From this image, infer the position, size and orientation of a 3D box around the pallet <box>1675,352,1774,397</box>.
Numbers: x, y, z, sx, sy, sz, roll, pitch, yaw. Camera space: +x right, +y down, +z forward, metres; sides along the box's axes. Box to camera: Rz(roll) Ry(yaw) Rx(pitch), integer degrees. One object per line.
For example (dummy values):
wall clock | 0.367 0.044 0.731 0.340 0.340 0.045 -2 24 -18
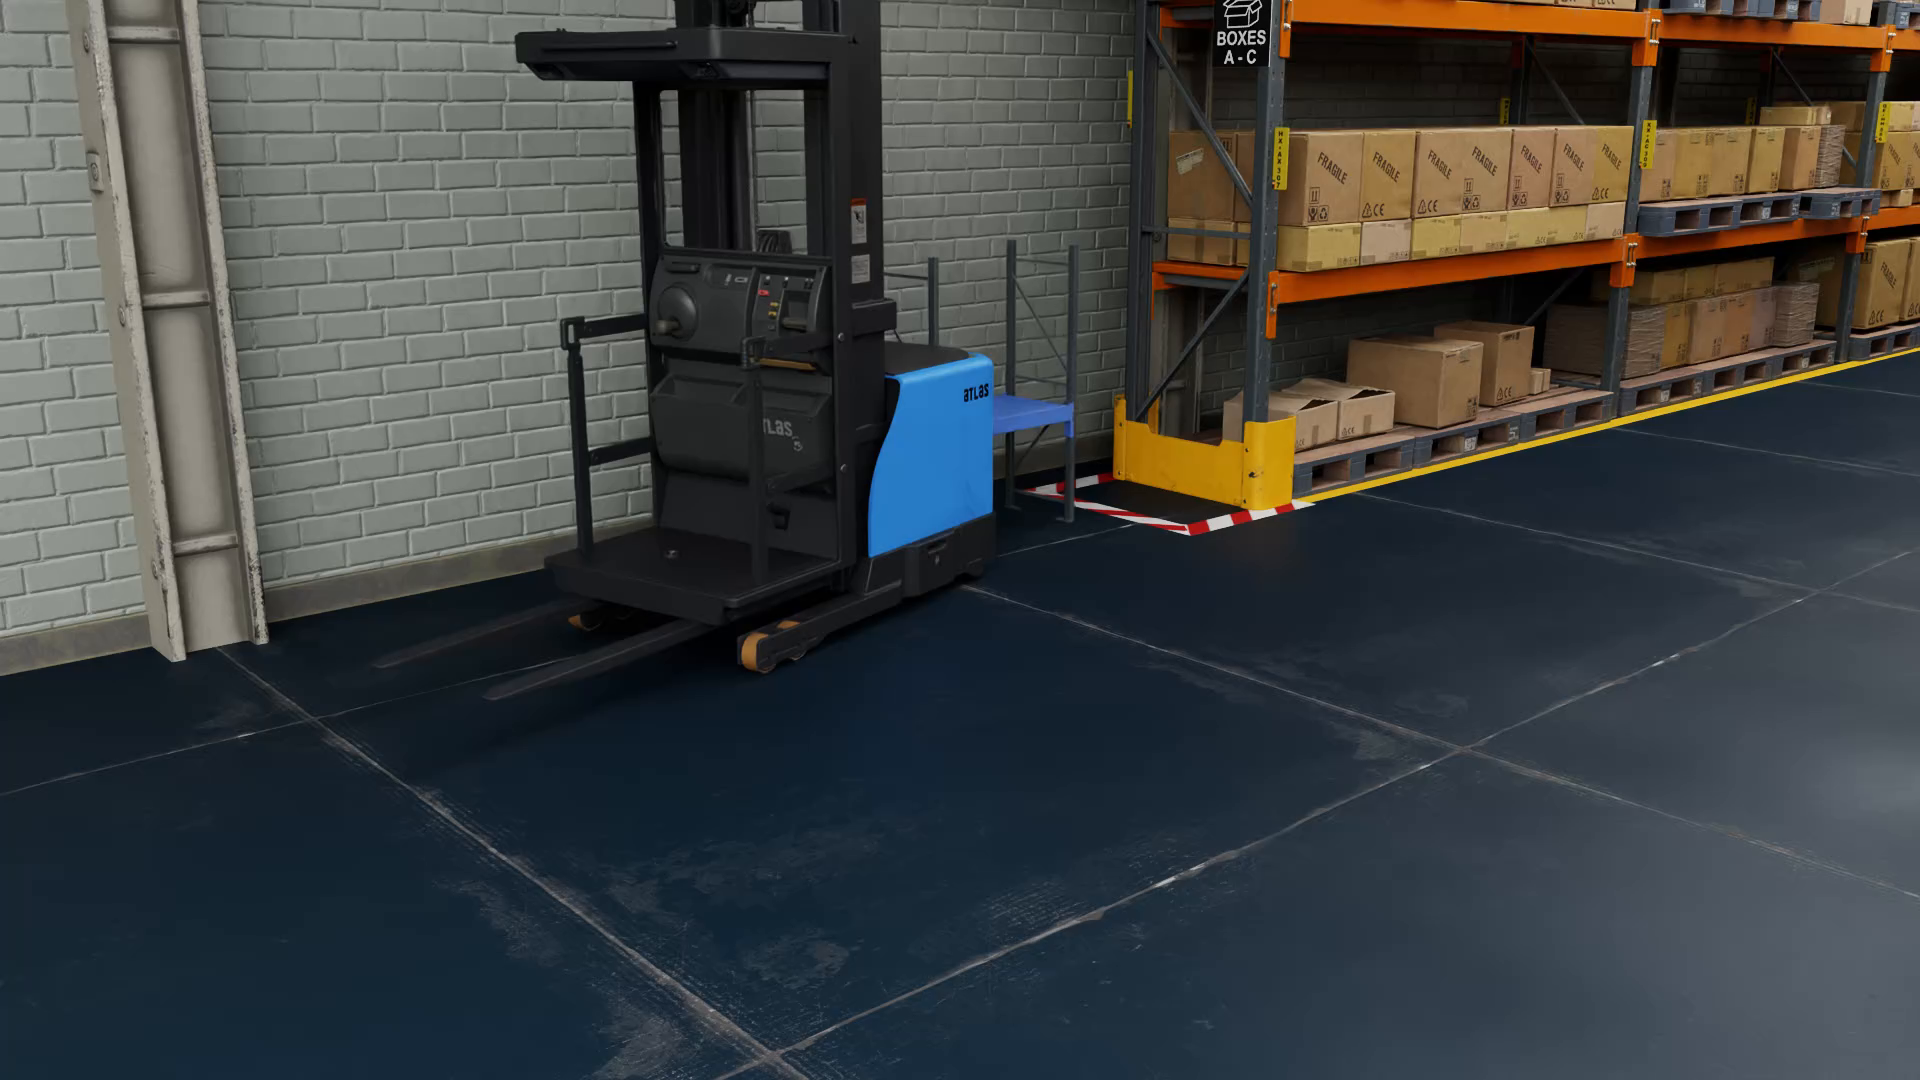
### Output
pallet | 5.889 -1.408 13.614 1.213 0.211 1.003 -13 19 -39

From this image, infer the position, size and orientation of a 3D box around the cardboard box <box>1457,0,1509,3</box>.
cardboard box | 2.989 -3.521 10.074 0.500 0.500 0.500 -11 19 -36

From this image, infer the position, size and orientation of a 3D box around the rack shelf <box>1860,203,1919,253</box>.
rack shelf | 8.908 -3.085 15.879 4.000 0.370 1.077 -13 19 -39

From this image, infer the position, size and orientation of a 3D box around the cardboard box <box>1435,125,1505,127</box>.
cardboard box | 3.497 -2.589 11.430 0.500 0.500 0.500 -13 20 -40

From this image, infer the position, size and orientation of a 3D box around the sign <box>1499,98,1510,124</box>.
sign | 4.015 -3.083 12.234 0.005 0.325 0.100 -13 19 -39

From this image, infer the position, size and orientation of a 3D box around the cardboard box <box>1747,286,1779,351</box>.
cardboard box | 6.425 -1.901 14.047 0.500 0.500 0.700 -13 20 -39

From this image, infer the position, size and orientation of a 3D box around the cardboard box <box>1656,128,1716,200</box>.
cardboard box | 5.214 -2.849 12.559 0.500 0.500 0.700 -10 18 -34

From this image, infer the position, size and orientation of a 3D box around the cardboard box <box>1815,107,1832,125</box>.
cardboard box | 7.159 -3.603 14.124 0.380 0.149 0.250 13 20 40

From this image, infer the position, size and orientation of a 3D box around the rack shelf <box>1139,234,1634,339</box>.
rack shelf | 2.873 -1.729 10.806 4.000 0.370 1.077 -13 19 -39

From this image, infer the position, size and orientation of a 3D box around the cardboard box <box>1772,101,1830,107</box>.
cardboard box | 7.571 -3.785 14.844 0.500 0.250 0.500 -12 19 -38

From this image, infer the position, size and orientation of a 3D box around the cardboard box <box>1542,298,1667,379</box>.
cardboard box | 4.926 -1.549 12.726 0.500 0.500 0.700 -12 19 -38

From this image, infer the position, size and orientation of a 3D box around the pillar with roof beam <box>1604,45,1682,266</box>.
pillar with roof beam | 8.677 -5.102 10.412 0.400 9.000 9.100 -13 19 -39

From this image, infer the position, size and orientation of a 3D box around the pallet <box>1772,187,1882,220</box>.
pallet | 6.932 -2.859 14.013 1.003 0.211 1.213 -13 19 -39

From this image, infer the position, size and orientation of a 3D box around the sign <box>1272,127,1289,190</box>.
sign | 1.721 -2.051 8.937 0.005 0.325 0.100 -13 19 -39

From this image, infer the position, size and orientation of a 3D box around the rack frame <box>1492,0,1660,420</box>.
rack frame | 4.382 -2.416 11.981 0.127 3.000 1.000 -13 19 -39

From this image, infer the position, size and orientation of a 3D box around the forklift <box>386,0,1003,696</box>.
forklift | -1.026 -1.029 6.924 1.130 2.935 3.031 10 18 33

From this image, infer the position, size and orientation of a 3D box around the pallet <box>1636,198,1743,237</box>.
pallet | 5.054 -2.424 12.385 1.213 0.211 1.003 -13 19 -39

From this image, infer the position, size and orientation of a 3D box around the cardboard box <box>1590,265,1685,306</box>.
cardboard box | 5.256 -1.986 12.911 0.500 0.250 0.500 -13 20 -41

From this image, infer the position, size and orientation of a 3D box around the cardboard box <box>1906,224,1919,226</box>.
cardboard box | 10.012 -2.800 16.771 0.750 0.750 0.750 -12 19 -39

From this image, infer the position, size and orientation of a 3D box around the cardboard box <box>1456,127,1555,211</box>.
cardboard box | 3.468 -2.406 10.744 0.500 0.500 0.500 -13 20 -41

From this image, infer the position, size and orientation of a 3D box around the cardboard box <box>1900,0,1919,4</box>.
cardboard box | 8.093 -4.997 14.785 0.500 0.500 0.700 -14 20 -42

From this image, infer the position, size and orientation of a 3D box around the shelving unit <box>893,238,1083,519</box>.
shelving unit | 0.106 -0.793 8.814 0.538 1.500 1.048 14 21 43

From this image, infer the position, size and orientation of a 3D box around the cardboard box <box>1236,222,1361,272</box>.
cardboard box | 1.941 -1.696 9.539 0.500 0.250 0.500 -13 20 -41

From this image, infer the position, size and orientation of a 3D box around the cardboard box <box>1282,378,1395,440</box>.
cardboard box | 2.375 -0.848 10.469 0.500 0.311 0.500 -11 18 -35

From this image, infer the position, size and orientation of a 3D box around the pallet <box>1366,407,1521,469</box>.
pallet | 2.978 -0.740 11.112 1.213 0.211 1.003 -13 19 -39

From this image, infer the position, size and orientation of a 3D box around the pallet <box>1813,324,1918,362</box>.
pallet | 8.044 -1.865 15.323 1.213 0.211 1.003 -13 19 -39

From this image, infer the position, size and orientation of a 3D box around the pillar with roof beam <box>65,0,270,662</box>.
pillar with roof beam | -0.376 -3.069 2.802 0.400 9.000 9.100 -13 19 -39

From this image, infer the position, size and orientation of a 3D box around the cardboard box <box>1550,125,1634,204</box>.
cardboard box | 4.228 -2.575 11.376 0.500 0.500 0.500 -13 20 -39

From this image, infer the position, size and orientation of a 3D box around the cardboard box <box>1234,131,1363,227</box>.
cardboard box | 1.922 -2.060 9.448 0.500 0.500 0.500 -13 19 -39

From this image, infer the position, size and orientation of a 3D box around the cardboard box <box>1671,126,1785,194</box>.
cardboard box | 6.126 -3.057 13.337 0.500 0.500 0.700 -13 19 -39

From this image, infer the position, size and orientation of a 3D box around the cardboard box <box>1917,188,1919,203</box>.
cardboard box | 8.752 -3.216 15.424 0.250 0.149 0.380 -12 19 -39

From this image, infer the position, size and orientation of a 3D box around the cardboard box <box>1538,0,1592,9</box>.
cardboard box | 3.773 -3.706 10.767 0.500 0.500 0.500 14 20 42

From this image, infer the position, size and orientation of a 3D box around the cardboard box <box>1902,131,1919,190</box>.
cardboard box | 8.335 -3.414 14.911 0.500 0.500 0.500 -12 19 -38

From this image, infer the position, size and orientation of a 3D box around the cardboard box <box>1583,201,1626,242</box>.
cardboard box | 4.223 -2.214 11.477 0.500 0.250 0.500 -13 19 -39

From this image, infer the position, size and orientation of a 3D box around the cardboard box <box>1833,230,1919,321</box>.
cardboard box | 8.705 -2.504 15.663 0.750 0.750 0.750 -13 20 -40

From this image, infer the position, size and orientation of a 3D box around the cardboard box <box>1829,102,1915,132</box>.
cardboard box | 7.933 -3.689 14.486 0.500 0.250 0.500 -12 19 -38

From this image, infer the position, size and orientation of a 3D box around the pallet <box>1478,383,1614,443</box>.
pallet | 3.898 -0.948 11.889 1.213 0.211 1.003 -13 19 -39

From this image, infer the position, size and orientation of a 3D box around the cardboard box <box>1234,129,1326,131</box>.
cardboard box | 1.967 -2.242 10.130 0.500 0.500 0.500 -12 19 -39

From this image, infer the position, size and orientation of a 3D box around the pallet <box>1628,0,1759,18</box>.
pallet | 4.917 -3.858 11.932 1.003 0.211 1.213 -13 19 -39

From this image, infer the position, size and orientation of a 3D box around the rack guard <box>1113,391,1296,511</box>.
rack guard | 1.422 -0.543 9.815 0.348 0.500 1.175 -13 19 -39

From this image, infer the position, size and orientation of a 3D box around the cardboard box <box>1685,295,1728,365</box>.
cardboard box | 5.694 -1.724 13.384 0.500 0.500 0.700 -12 19 -39

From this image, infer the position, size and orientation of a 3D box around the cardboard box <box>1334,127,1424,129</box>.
cardboard box | 2.734 -2.416 10.781 0.500 0.500 0.500 -12 19 -39

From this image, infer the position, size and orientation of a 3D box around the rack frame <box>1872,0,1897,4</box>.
rack frame | 7.399 -5.992 13.744 0.127 3.000 1.000 -13 19 -39

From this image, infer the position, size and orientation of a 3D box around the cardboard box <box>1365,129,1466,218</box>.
cardboard box | 2.695 -2.228 10.077 0.500 0.500 0.500 -13 20 -41

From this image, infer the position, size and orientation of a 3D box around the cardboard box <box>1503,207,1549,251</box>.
cardboard box | 3.473 -2.043 10.836 0.500 0.250 0.500 -13 20 -40

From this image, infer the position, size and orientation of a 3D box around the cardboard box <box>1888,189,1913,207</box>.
cardboard box | 8.252 -3.062 14.848 0.250 0.149 0.380 -12 19 -38

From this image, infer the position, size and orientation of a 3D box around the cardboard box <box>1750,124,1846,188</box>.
cardboard box | 7.051 -3.273 14.143 0.700 0.500 0.500 13 20 40

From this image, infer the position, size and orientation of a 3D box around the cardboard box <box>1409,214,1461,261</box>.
cardboard box | 2.711 -1.872 10.198 0.500 0.250 0.500 -13 20 -40

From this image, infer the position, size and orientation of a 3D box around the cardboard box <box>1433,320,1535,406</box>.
cardboard box | 3.625 -1.237 11.560 0.500 0.500 0.500 14 21 43

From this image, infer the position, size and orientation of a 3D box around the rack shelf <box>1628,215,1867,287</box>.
rack shelf | 5.891 -2.407 13.342 4.000 0.370 1.077 -13 19 -39

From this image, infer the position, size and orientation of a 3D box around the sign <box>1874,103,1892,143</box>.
sign | 7.763 -3.510 13.989 0.005 0.325 0.100 -13 19 -39

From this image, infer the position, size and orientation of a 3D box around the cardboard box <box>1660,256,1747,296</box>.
cardboard box | 6.035 -2.156 13.547 0.500 0.250 0.500 -13 20 -40

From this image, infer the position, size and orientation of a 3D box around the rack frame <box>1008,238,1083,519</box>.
rack frame | 0.465 -0.886 9.161 0.500 1.500 0.032 14 21 43

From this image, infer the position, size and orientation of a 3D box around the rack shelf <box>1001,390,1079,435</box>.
rack shelf | 0.106 -0.620 8.860 0.538 0.185 1.000 14 21 43
